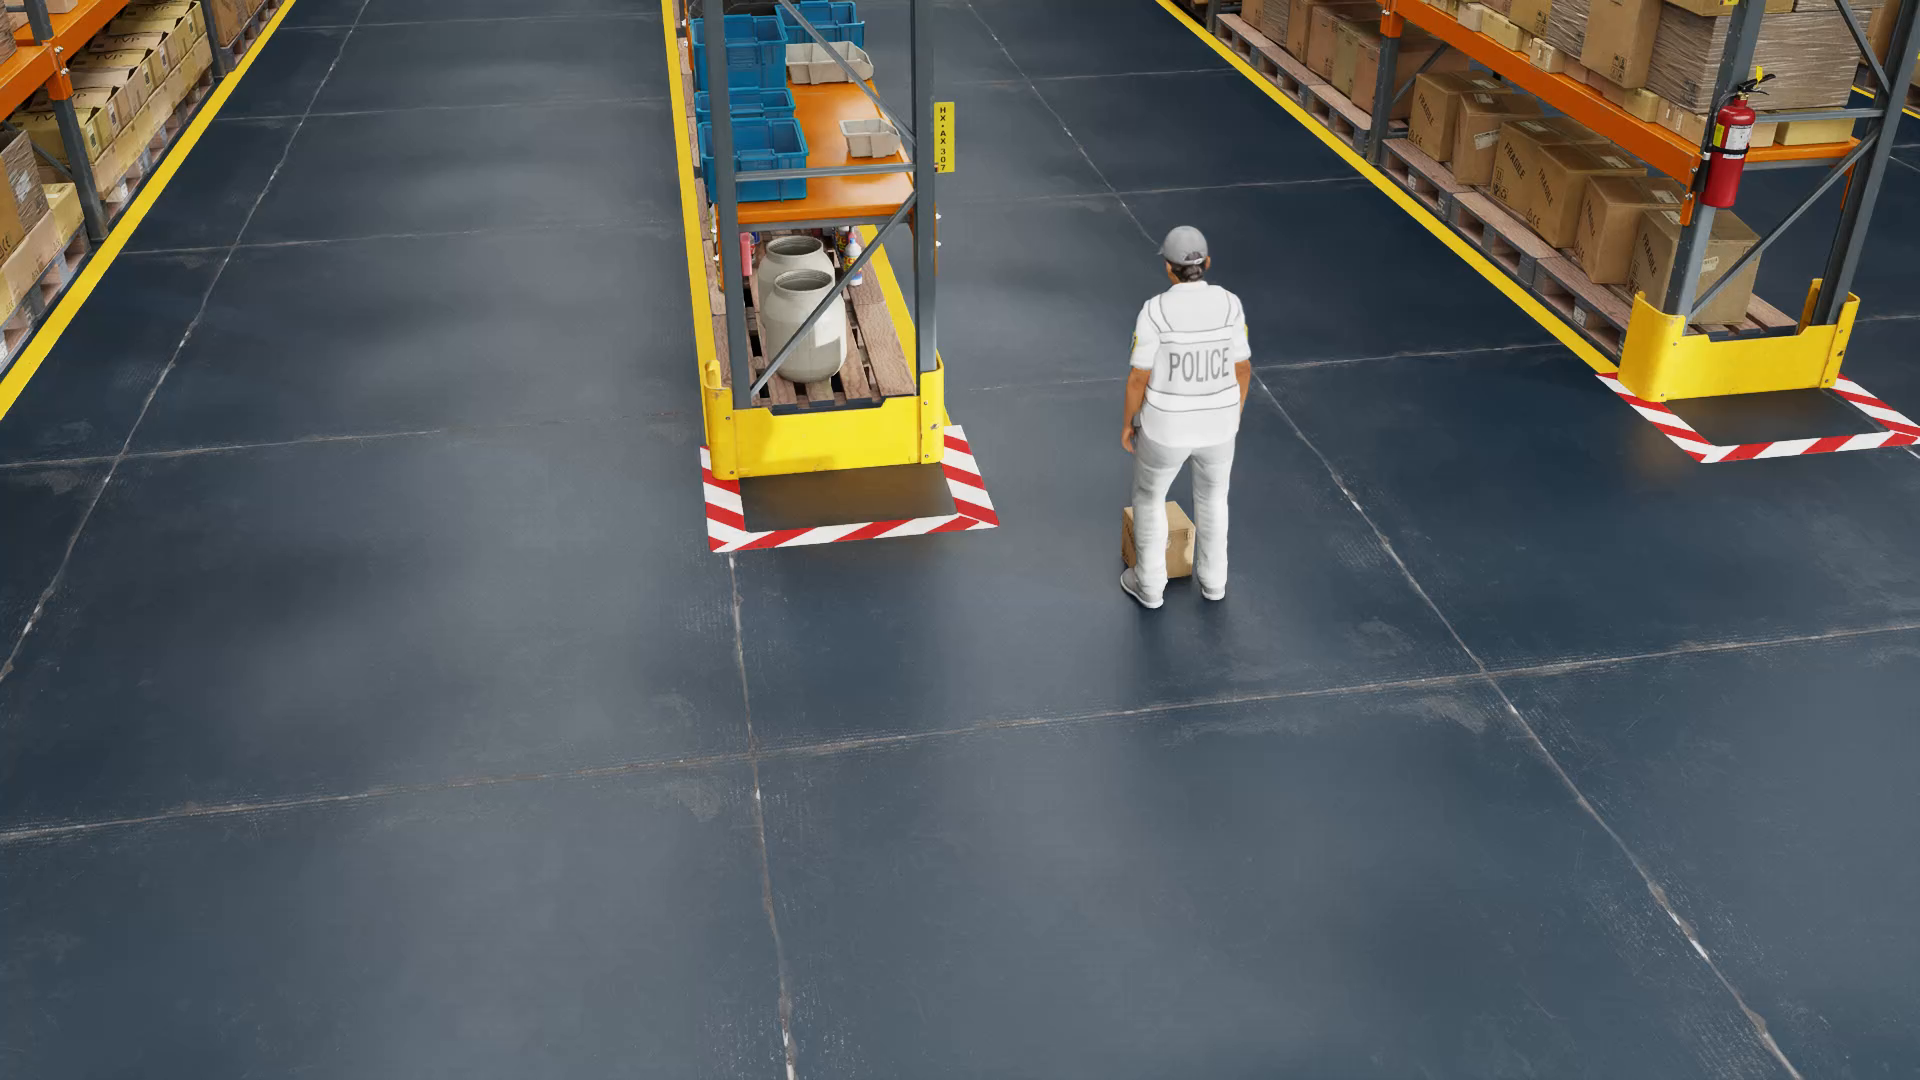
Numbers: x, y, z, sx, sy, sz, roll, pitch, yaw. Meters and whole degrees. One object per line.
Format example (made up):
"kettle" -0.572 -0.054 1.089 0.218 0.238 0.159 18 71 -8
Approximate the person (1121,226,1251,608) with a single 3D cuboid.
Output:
"person" 0.936 -0.492 6.949 0.542 1.666 0.470 -5 31 -9
